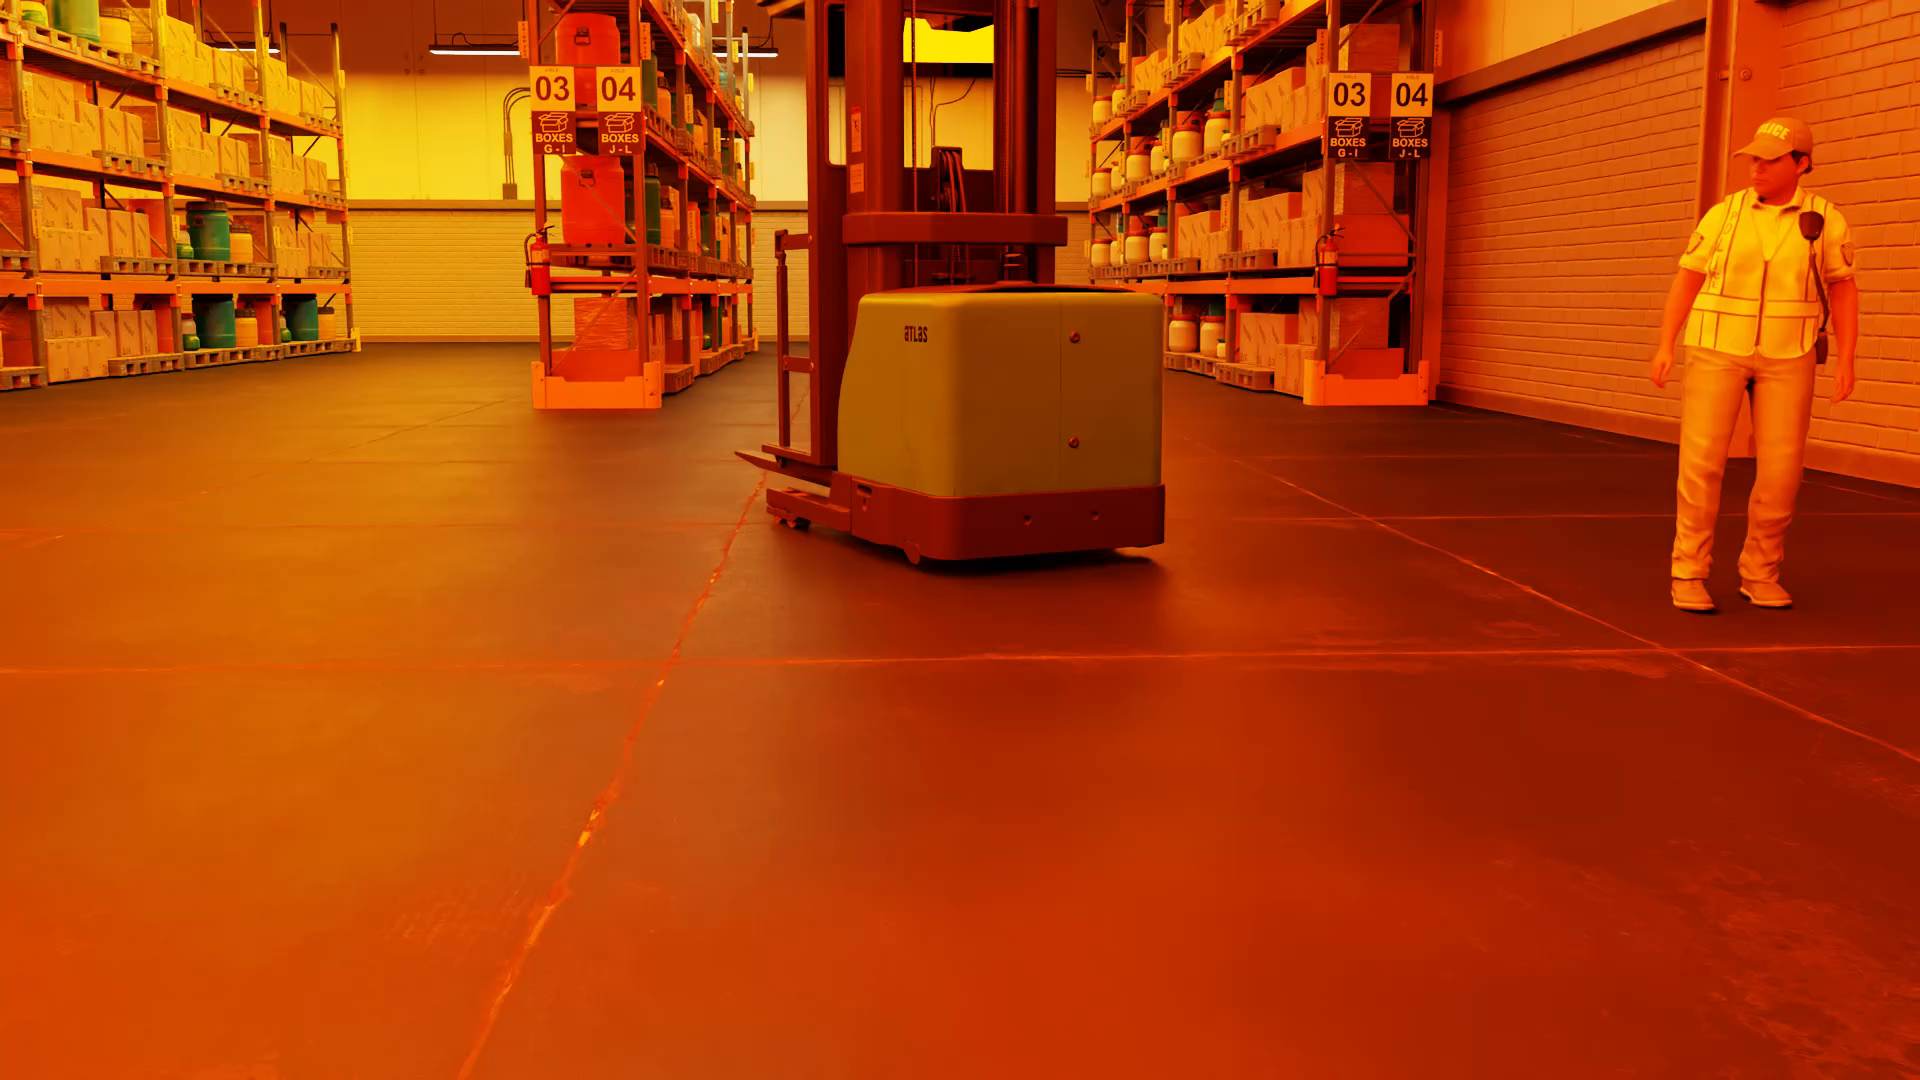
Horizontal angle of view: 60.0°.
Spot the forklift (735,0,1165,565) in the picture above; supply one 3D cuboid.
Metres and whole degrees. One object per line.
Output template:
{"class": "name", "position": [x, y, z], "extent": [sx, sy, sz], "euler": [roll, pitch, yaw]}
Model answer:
{"class": "forklift", "position": [-0.264, -1.530, 7.637], "extent": [1.130, 2.935, 3.031], "euler": [-4, 9, -25]}

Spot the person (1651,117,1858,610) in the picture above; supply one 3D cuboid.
{"class": "person", "position": [2.717, -0.597, 5.699], "extent": [0.643, 1.659, 0.470], "euler": [3, 9, 19]}
